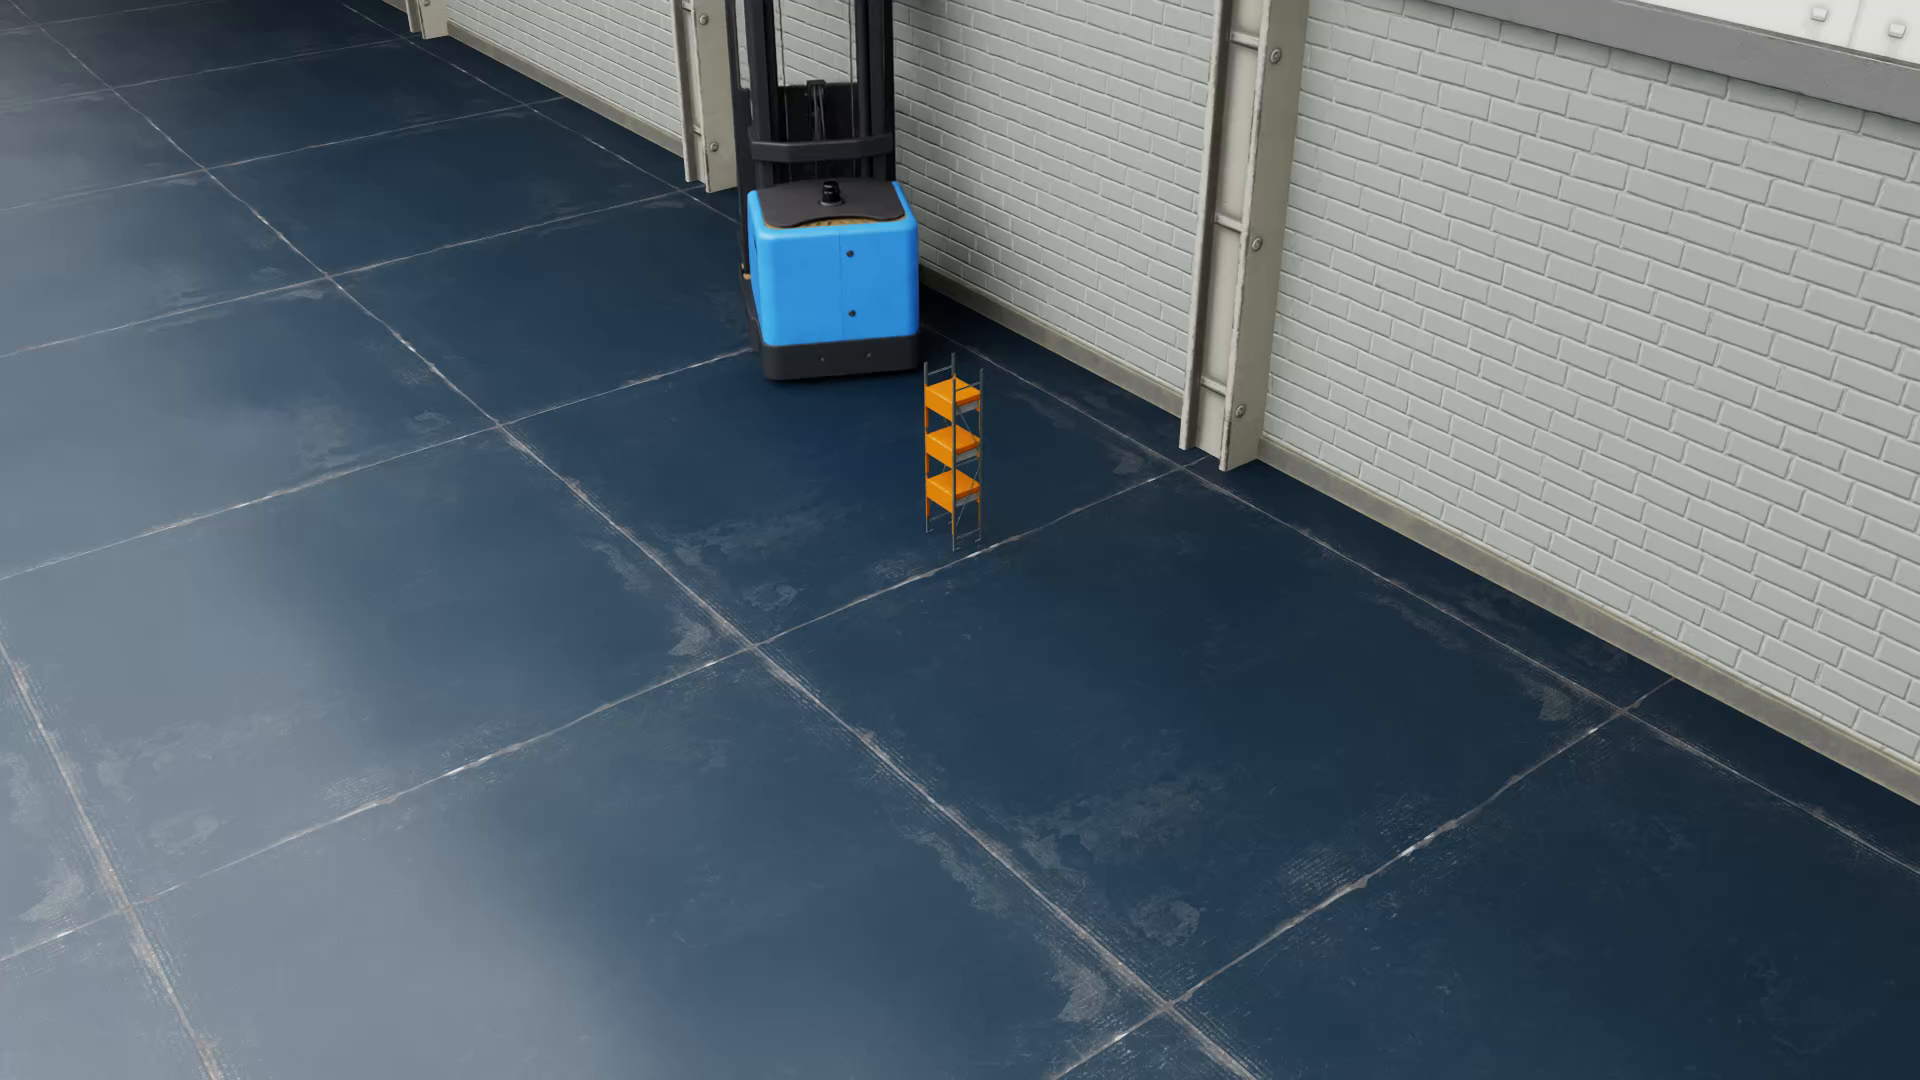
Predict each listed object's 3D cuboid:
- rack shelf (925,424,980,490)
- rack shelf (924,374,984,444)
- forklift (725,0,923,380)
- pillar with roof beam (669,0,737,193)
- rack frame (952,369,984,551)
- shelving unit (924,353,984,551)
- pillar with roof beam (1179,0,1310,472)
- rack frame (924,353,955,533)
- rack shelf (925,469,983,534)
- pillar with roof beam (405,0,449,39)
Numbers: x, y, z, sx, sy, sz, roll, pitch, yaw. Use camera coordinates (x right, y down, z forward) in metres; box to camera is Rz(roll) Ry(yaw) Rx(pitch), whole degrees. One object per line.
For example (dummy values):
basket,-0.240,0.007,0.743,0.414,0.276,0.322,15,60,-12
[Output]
rack shelf,-0.033,-0.459,9.014,0.215,0.259,0.240,-22,38,-31
rack shelf,-0.033,-0.700,8.865,0.215,0.259,0.240,-22,38,-31
forklift,-1.029,-3.046,11.376,1.130,2.935,3.031,-6,32,-9
pillar with roof beam,-5.502,-5.468,9.525,9.100,9.000,0.400,-22,38,-31
rack frame,0.042,-0.417,8.927,0.200,1.050,0.008,-22,38,-31
shelving unit,-0.033,-0.468,9.009,0.215,1.050,0.252,-22,38,-31
pillar with roof beam,-1.823,-2.968,5.499,9.100,9.000,0.400,-22,38,-31
rack frame,-0.108,-0.519,9.091,0.200,1.050,0.008,-22,38,-31
rack shelf,-0.033,-0.223,9.161,0.215,0.259,0.240,-22,38,-31
pillar with roof beam,-9.181,-7.969,13.551,9.100,9.000,0.400,-22,38,-31
